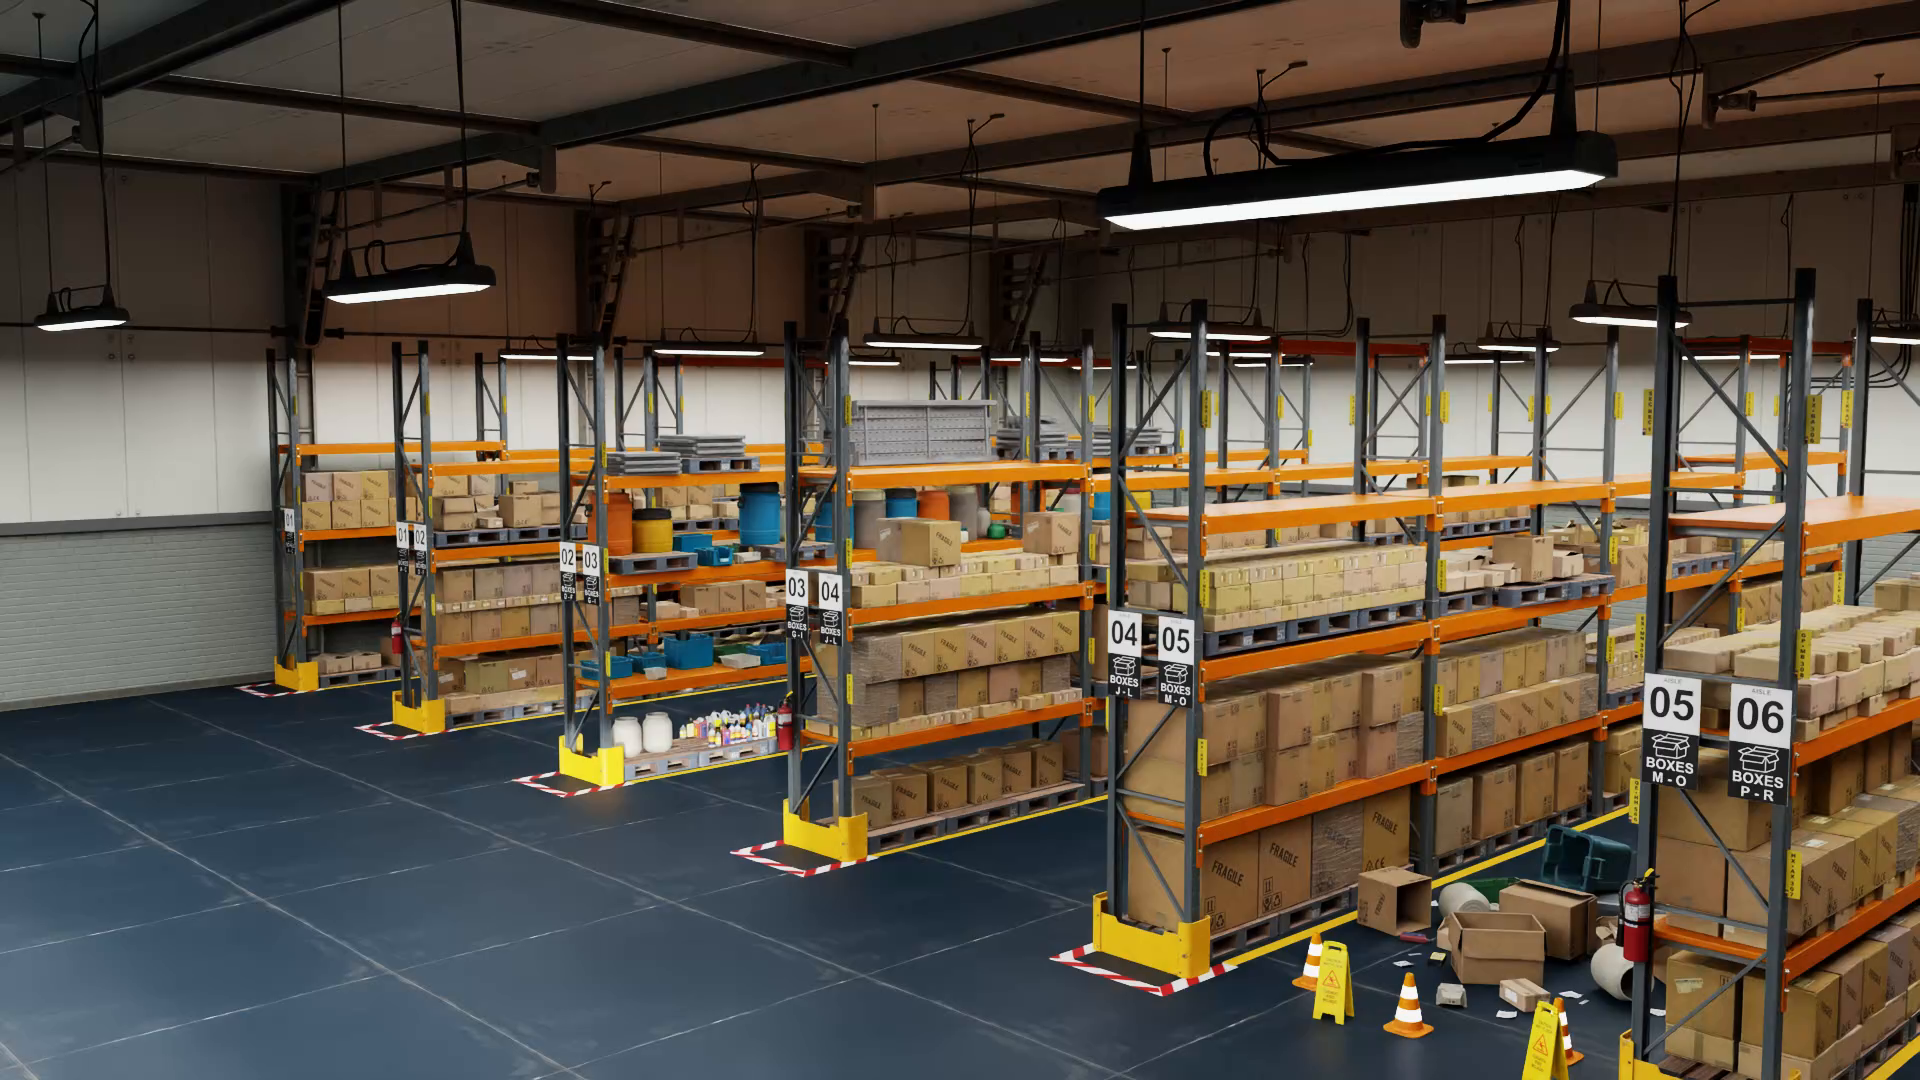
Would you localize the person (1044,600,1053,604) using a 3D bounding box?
[{"bbox_3d":[1.734,1.519,32.235,0.528,1.724,0.573,-1,5,-11],"label":"person"}]
